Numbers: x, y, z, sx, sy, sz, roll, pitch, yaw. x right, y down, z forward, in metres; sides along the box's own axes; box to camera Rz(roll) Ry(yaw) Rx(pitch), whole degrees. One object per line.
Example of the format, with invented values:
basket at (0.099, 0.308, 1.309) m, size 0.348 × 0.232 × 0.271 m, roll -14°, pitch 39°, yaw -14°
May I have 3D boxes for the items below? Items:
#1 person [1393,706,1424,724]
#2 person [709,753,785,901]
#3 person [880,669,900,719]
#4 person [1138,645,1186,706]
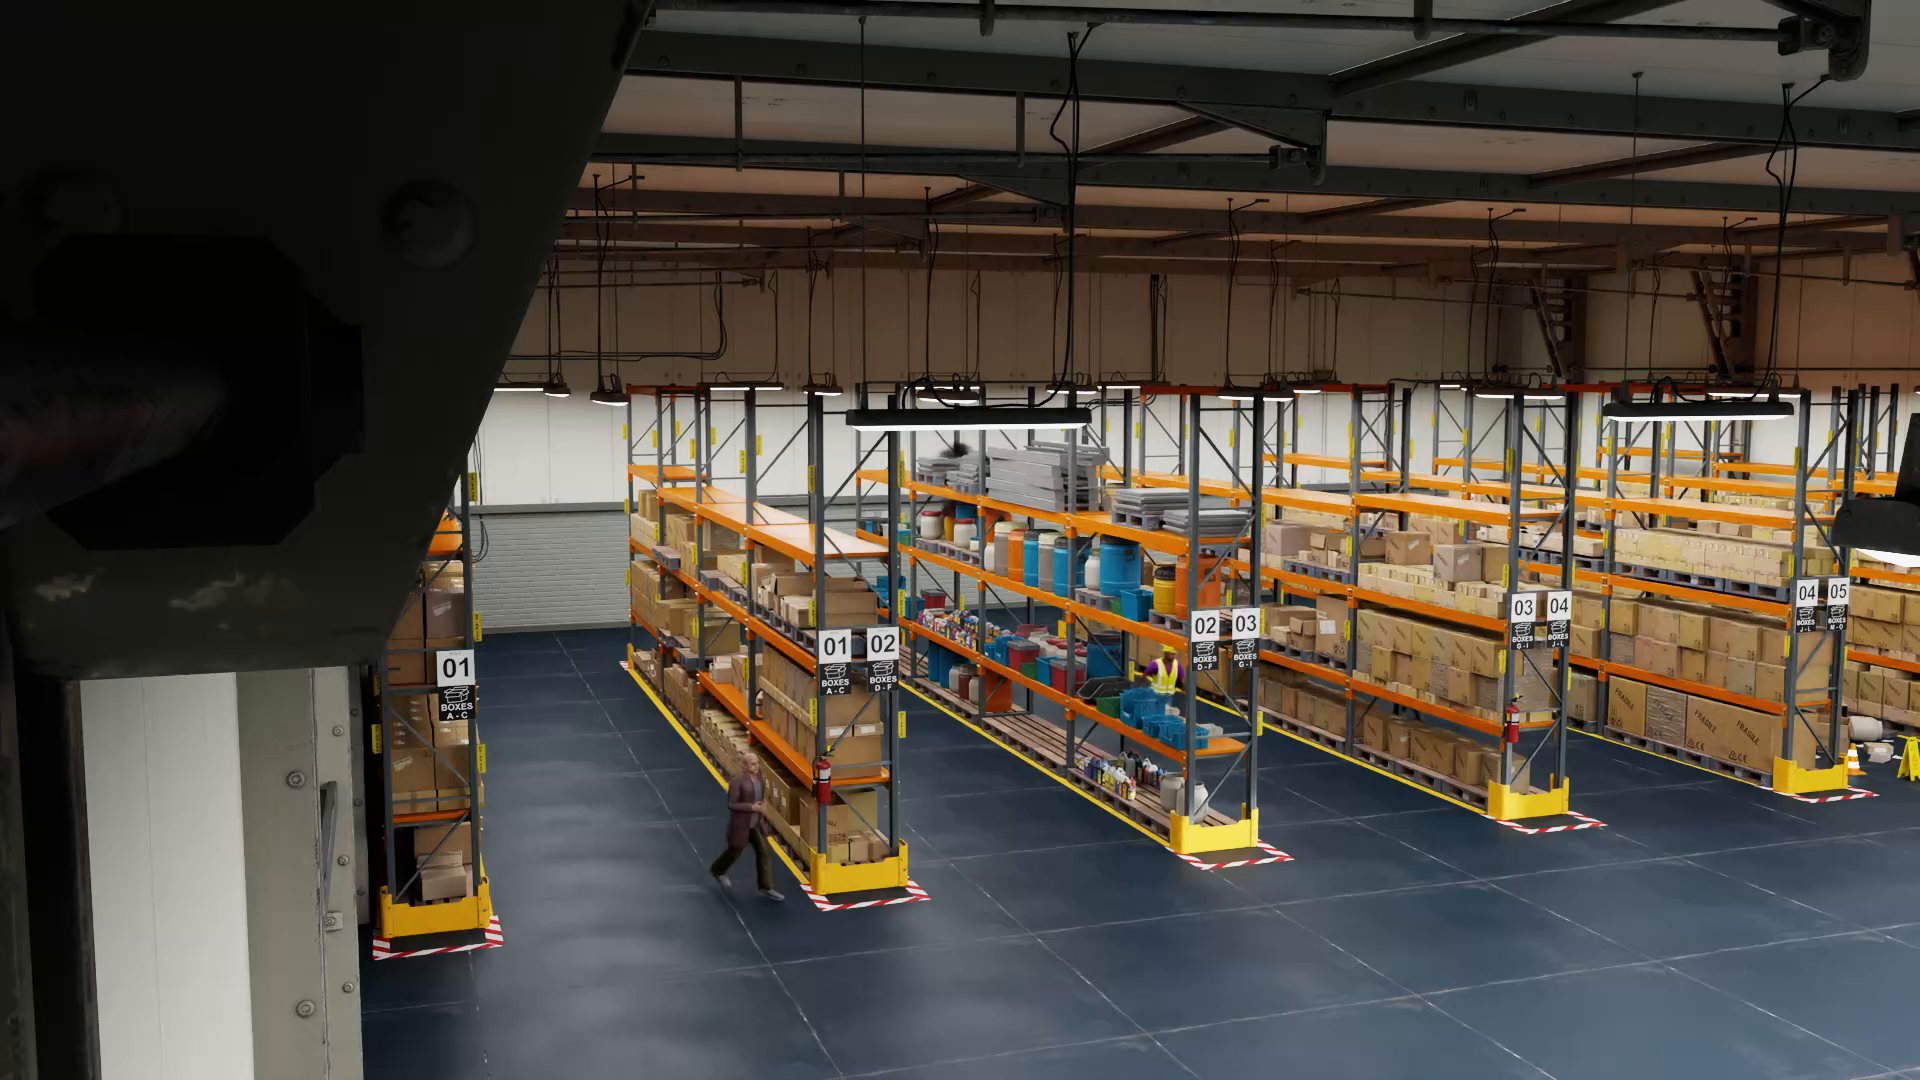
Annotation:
person at (8.014, 2.554, 29.266) m, size 0.567 × 1.459 × 1.066 m, roll -1°, pitch 6°, yaw -14°
person at (-2.593, 3.381, 19.867) m, size 1.103 × 1.753 × 0.662 m, roll 5°, pitch 8°, yaw 42°
person at (-1.396, 2.416, 30.038) m, size 0.598 × 1.658 × 0.849 m, roll -4°, pitch 7°, yaw -36°
person at (3.457, 2.580, 27.951) m, size 0.696 × 1.703 × 0.802 m, roll -2°, pitch 6°, yaw -23°
